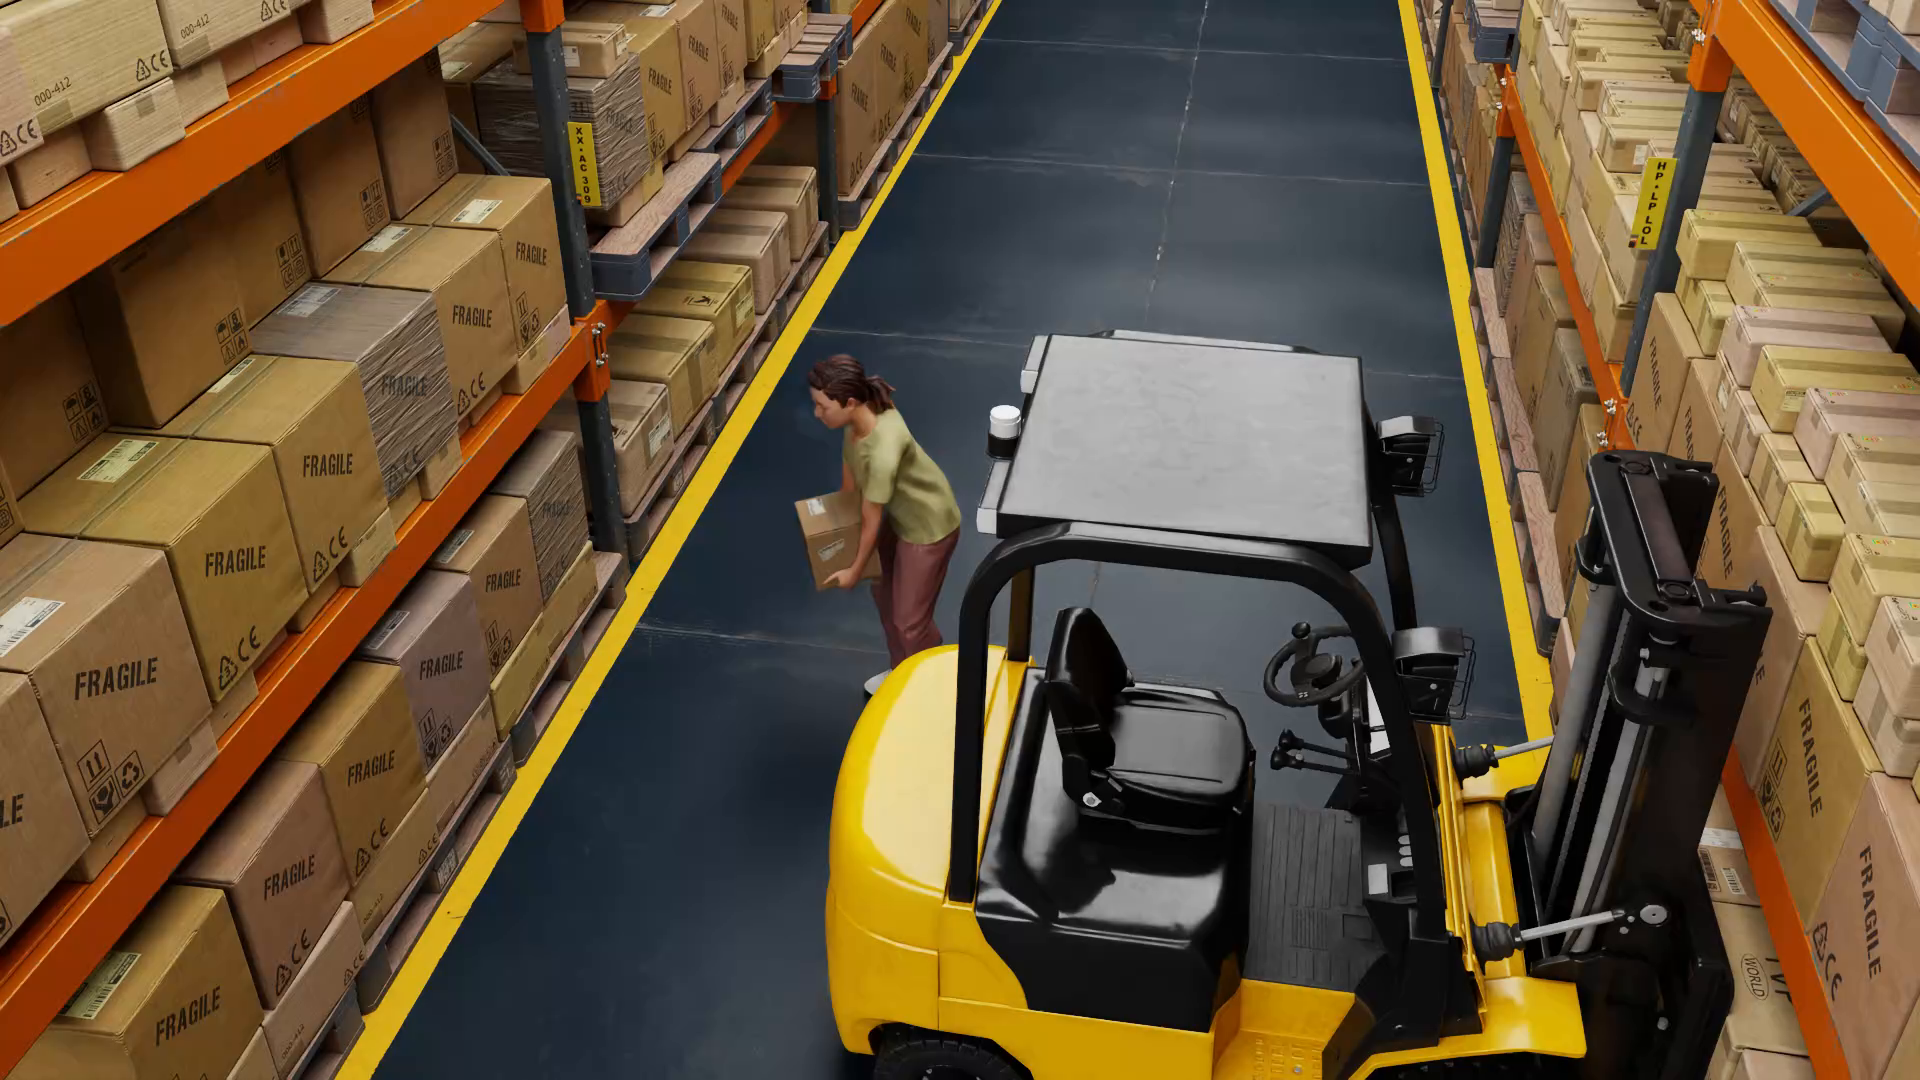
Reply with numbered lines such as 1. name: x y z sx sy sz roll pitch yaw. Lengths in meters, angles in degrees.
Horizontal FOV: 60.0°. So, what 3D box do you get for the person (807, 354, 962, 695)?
1. person: -0.275 0.002 6.215 0.554 1.595 0.410 -11 34 -17
